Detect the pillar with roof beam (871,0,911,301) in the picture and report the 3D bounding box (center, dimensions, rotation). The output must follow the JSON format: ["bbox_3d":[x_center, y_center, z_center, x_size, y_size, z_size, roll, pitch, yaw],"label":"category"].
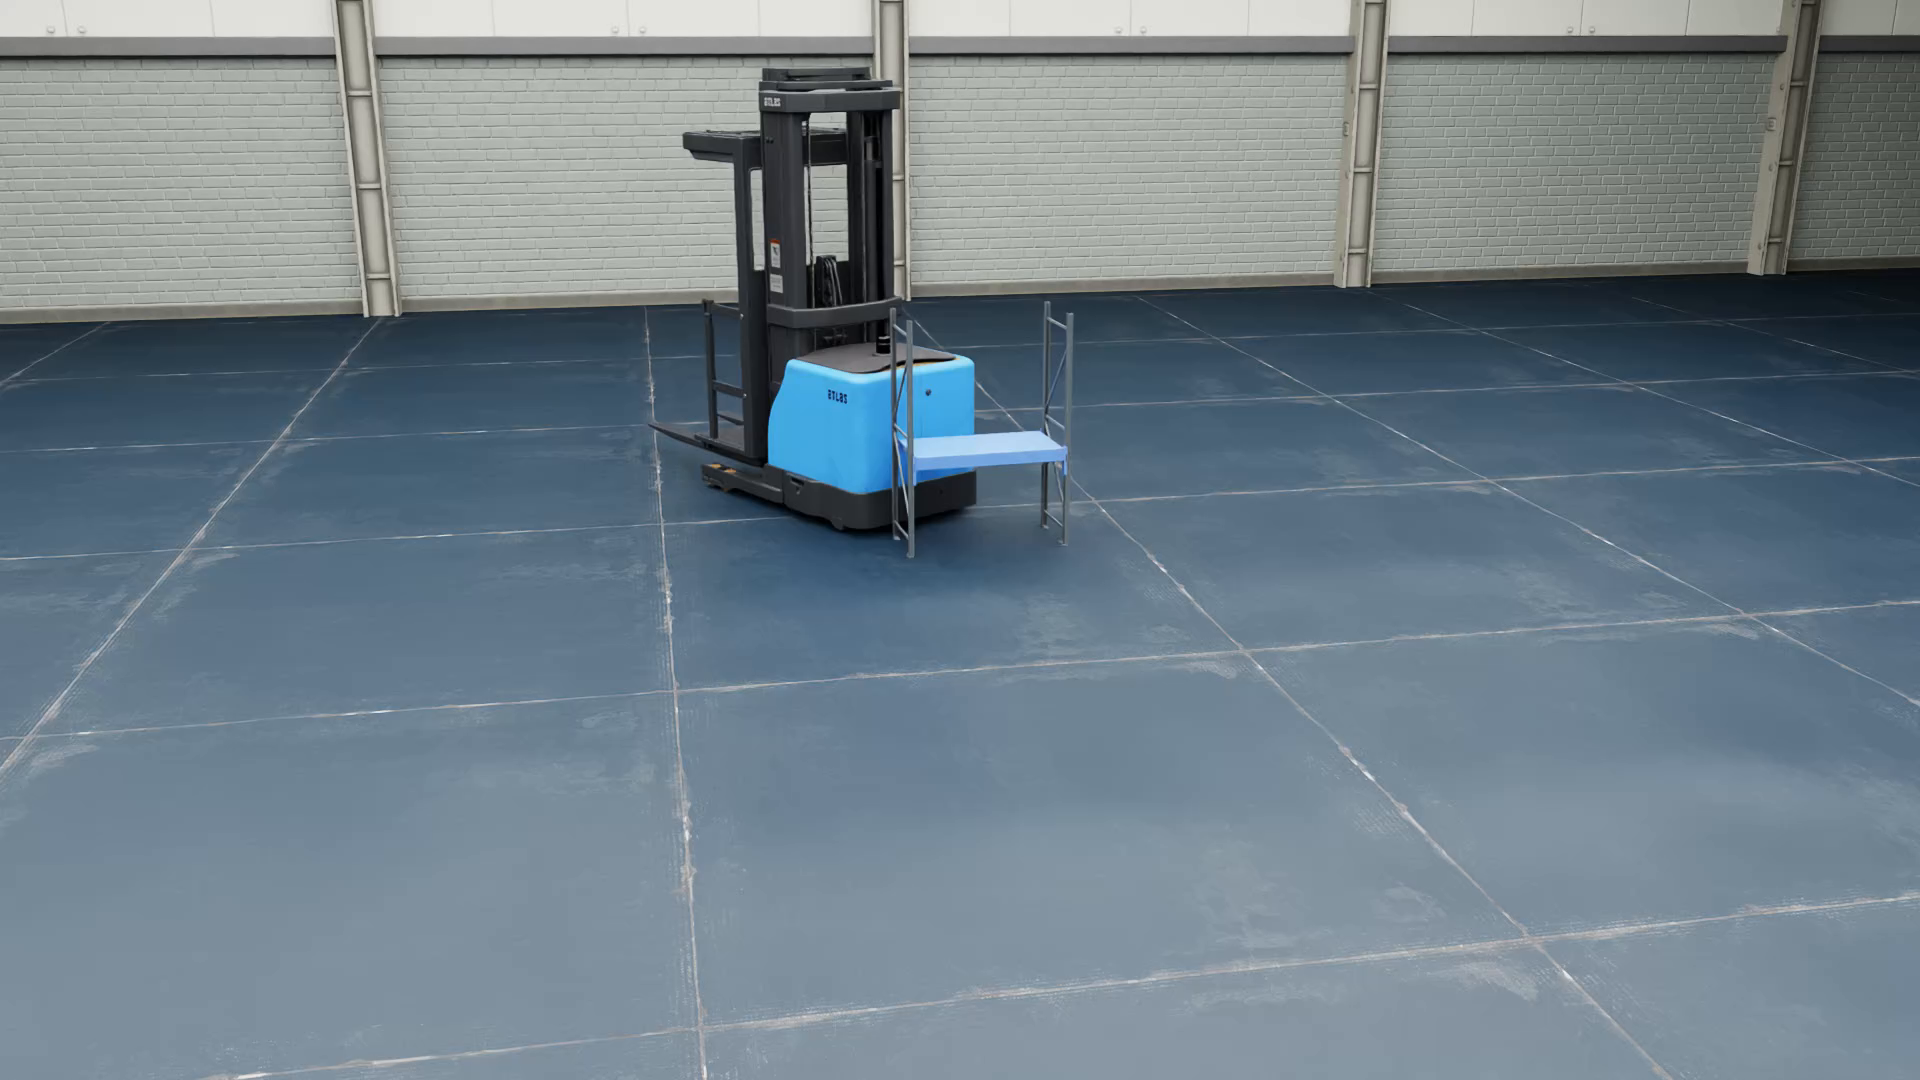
[{"bbox_3d":[-0.005,-6.020,15.085,0.400,9.000,9.100,-3,17,-10],"label":"pillar with roof beam"}]

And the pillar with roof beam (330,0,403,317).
[{"bbox_3d":[-5.896,-5.686,13.997,0.400,9.000,9.100,-3,17,-10],"label":"pillar with roof beam"}]

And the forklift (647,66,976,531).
[{"bbox_3d":[-1.222,-1.827,11.769,1.130,2.935,3.031,-14,22,-38],"label":"forklift"}]

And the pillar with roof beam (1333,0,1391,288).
[{"bbox_3d":[5.886,-6.354,16.174,0.400,9.000,9.100,-3,17,-10],"label":"pillar with roof beam"}]

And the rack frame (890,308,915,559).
[{"bbox_3d":[-0.363,-0.669,10.434,0.032,1.500,0.500,-4,18,-14],"label":"rack frame"}]

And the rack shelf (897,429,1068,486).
[{"bbox_3d":[0.128,-0.535,10.611,1.000,0.185,0.538,-4,18,-14],"label":"rack shelf"}]

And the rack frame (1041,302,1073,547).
[{"bbox_3d":[0.620,-0.745,10.683,0.032,1.500,0.500,-4,18,-14],"label":"rack frame"}]

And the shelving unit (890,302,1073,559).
[{"bbox_3d":[0.128,-0.707,10.559,1.048,1.500,0.538,-4,18,-14],"label":"shelving unit"}]

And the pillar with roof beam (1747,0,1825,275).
[{"bbox_3d":[11.777,-6.689,17.262,0.400,9.000,9.100,-3,17,-10],"label":"pillar with roof beam"}]
